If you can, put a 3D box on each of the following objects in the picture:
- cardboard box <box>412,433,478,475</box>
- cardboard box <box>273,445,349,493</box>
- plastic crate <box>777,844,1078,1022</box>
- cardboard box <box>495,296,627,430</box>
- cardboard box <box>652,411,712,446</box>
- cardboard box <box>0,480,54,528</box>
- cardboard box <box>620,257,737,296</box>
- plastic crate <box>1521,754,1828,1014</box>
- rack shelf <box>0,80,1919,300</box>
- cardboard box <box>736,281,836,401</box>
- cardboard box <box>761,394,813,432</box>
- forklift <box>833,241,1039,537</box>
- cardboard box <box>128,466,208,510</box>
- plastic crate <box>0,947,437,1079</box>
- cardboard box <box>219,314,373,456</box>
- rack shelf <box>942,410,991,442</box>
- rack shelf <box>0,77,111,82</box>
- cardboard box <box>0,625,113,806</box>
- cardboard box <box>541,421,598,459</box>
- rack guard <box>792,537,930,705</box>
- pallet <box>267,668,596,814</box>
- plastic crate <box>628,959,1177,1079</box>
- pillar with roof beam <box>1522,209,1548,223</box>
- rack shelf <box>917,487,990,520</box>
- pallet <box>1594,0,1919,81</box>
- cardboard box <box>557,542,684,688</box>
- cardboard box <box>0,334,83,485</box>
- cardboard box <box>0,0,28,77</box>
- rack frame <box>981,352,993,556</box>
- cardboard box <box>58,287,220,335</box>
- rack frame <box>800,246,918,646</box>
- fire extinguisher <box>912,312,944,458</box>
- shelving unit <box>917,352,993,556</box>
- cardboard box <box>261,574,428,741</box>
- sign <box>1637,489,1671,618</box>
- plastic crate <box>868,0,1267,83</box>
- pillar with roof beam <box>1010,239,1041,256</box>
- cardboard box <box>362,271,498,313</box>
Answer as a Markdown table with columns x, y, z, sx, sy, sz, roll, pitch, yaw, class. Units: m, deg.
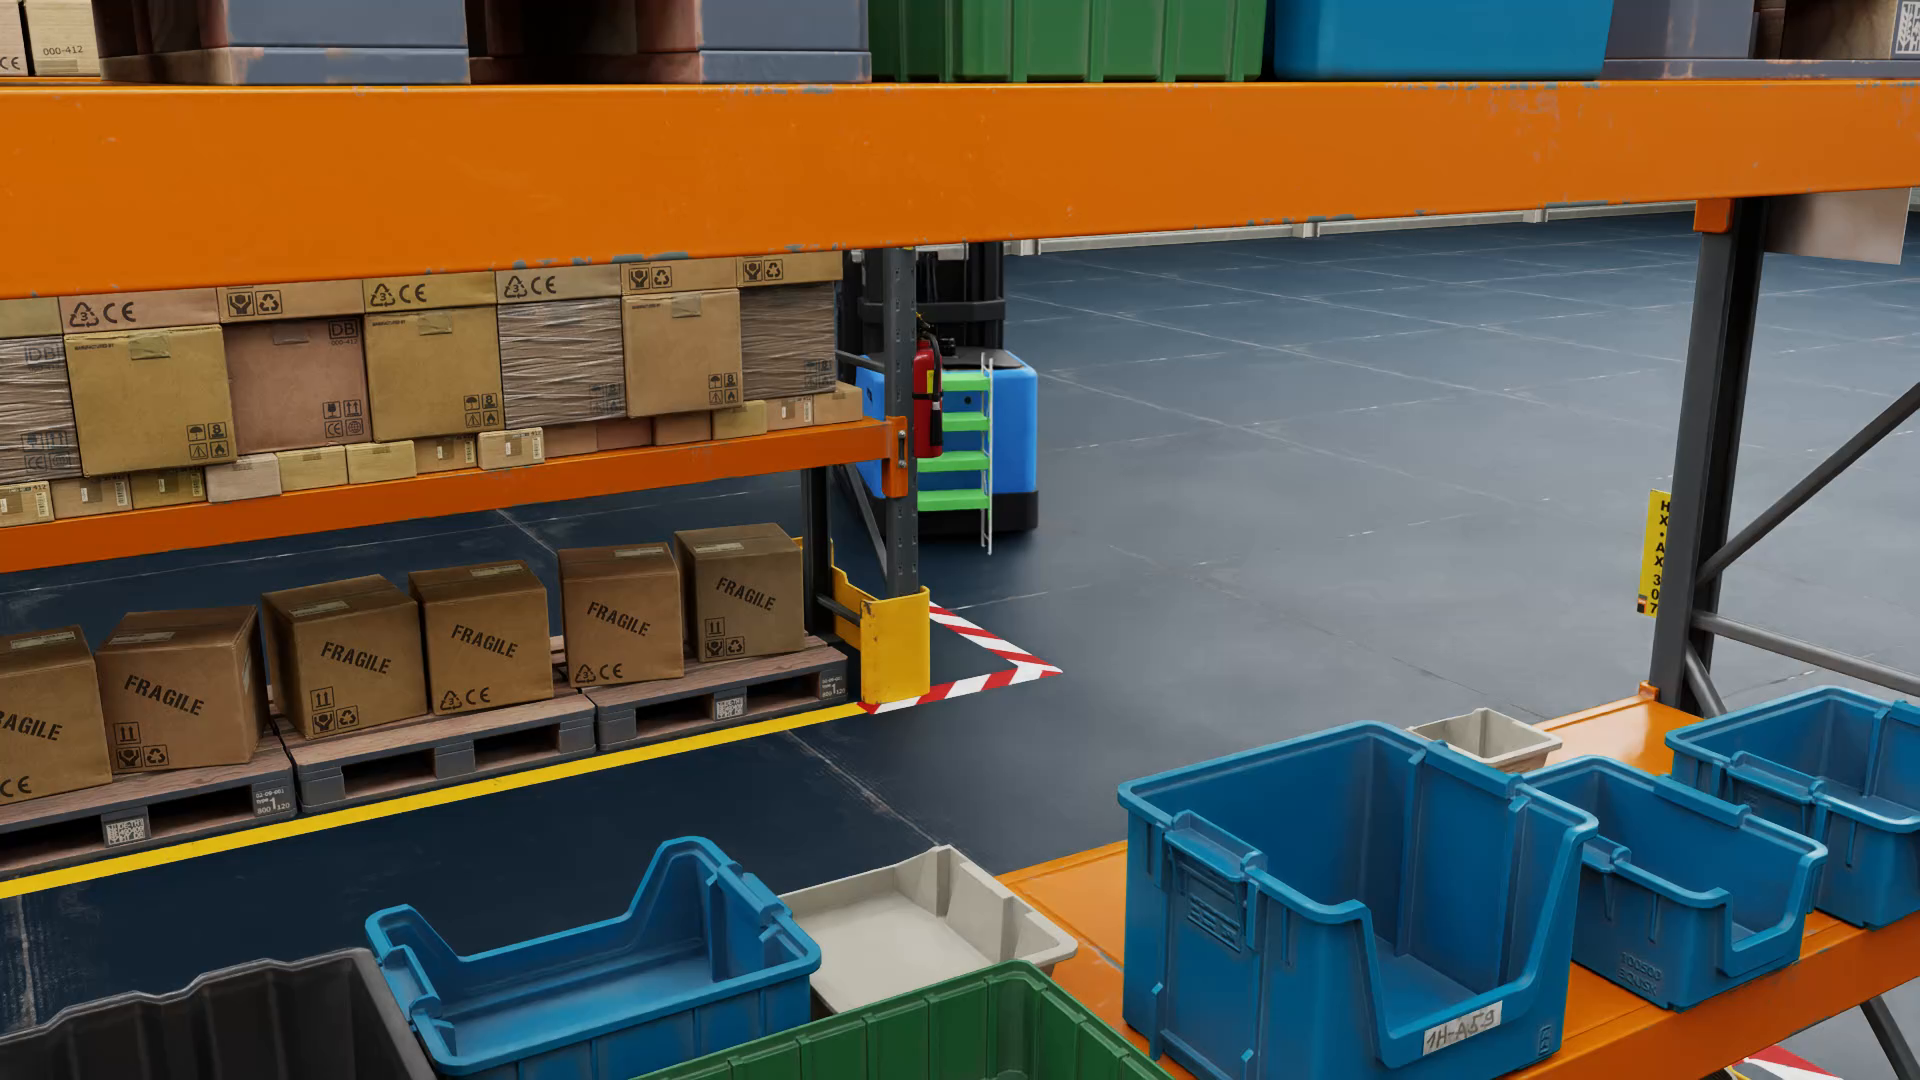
| x | y | z | sx | sy | sz | roll | pitch | yaw | class |
| --- | --- | --- | --- | --- | --- | --- | --- | --- | --- |
| -2.121 | -0.385 | 6.692 | 0.250 | 0.149 | 0.380 | -9 | 18 | -30 | cardboard box |
| -2.532 | -0.308 | 6.416 | 0.250 | 0.149 | 0.380 | -9 | 18 | -30 | cardboard box |
| -0.118 | 0.700 | 2.845 | 0.437 | 0.136 | 0.530 | -9 | 18 | -30 | plastic crate |
| -1.804 | -0.810 | 7.004 | 0.500 | 0.500 | 0.875 | -9 | 18 | -30 | cardboard box |
| -1.264 | -0.524 | 7.188 | 0.250 | 0.149 | 0.380 | -9 | 18 | -30 | cardboard box |
| -3.370 | -0.160 | 5.889 | 0.250 | 0.149 | 0.380 | -9 | 18 | -30 | cardboard box |
| -1.271 | -1.313 | 6.949 | 0.500 | 0.500 | 0.500 | -9 | 18 | -30 | cardboard box |
| 1.215 | 0.600 | 2.986 | 0.408 | 0.251 | 0.499 | -9 | 18 | -30 | plastic crate |
| 0.335 | -0.519 | 2.479 | 4.000 | 0.370 | 1.077 | -9 | 18 | -30 | rack shelf |
| -0.987 | -0.966 | 7.563 | 0.500 | 0.500 | 0.875 | -9 | 18 | -30 | cardboard box |
| -0.854 | -0.602 | 7.466 | 0.250 | 0.149 | 0.380 | -9 | 18 | -30 | cardboard box |
| -0.298 | -1.782 | 11.337 | 1.130 | 2.935 | 3.031 | -3 | 16 | -11 | forklift |
| -2.960 | -0.238 | 6.167 | 0.250 | 0.149 | 0.380 | -9 | 18 | -30 | cardboard box |
| -0.865 | 0.844 | 1.958 | 0.504 | 0.338 | 0.767 | -9 | 18 | -30 | plastic crate |
| -2.689 | -0.683 | 6.552 | 0.500 | 0.500 | 0.875 | -9 | 18 | -30 | cardboard box |
| -0.078 | -0.672 | 9.933 | 0.480 | 0.148 | 0.258 | -3 | 16 | -11 | rack shelf |
| -2.216 | -1.665 | 6.567 | 4.000 | 0.370 | 1.077 | -9 | 18 | -30 | rack shelf |
| -3.566 | 0.666 | 6.329 | 0.500 | 0.500 | 0.500 | -10 | 18 | -31 | cardboard box |
| -1.702 | -0.459 | 6.956 | 0.250 | 0.149 | 0.380 | -9 | 18 | -30 | cardboard box |
| -0.566 | 0.369 | 8.167 | 0.348 | 0.500 | 1.175 | -9 | 18 | -30 | rack guard |
| -2.326 | 0.781 | 7.231 | 1.213 | 0.211 | 1.003 | -9 | 18 | -30 | pallet |
| -0.070 | 0.836 | 2.264 | 0.662 | 0.188 | 0.450 | -9 | 18 | -30 | plastic crate |
| 13.564 | -9.626 | 28.078 | 0.400 | 9.000 | 9.100 | -9 | 18 | -30 | pillar with roof beam |
| -0.078 | -0.210 | 10.063 | 0.480 | 0.148 | 0.258 | -3 | 16 | -11 | rack shelf |
| 1.290 | -0.960 | 3.070 | 1.213 | 0.211 | 1.003 | -9 | 18 | -30 | pallet |
| -1.540 | 0.330 | 7.527 | 0.500 | 0.500 | 0.500 | -4 | 16 | -15 | cardboard box |
| -3.512 | -0.529 | 6.002 | 0.500 | 0.500 | 0.875 | -9 | 18 | -30 | cardboard box |
| -3.412 | -1.664 | 5.510 | 0.500 | 0.250 | 0.500 | -10 | 19 | -32 | cardboard box |
| 0.162 | -0.516 | 10.026 | 0.015 | 1.200 | 0.240 | -3 | 16 | -11 | rack frame |
| -2.985 | -1.035 | 5.957 | 0.500 | 0.500 | 0.500 | -9 | 18 | -30 | cardboard box |
| -0.501 | -0.845 | 7.867 | 0.127 | 3.000 | 1.000 | -9 | 18 | -30 | rack frame |
| -0.166 | -0.717 | 7.554 | 0.183 | 0.674 | 0.296 | -9 | 18 | -30 | fire extinguisher |
| -0.078 | -0.503 | 9.981 | 0.503 | 1.200 | 0.258 | -3 | 16 | -11 | shelving unit |
| -2.588 | 0.480 | 6.992 | 0.500 | 0.500 | 0.500 | -11 | 19 | -35 | cardboard box |
| 1.770 | 0.040 | 4.198 | 0.005 | 0.325 | 0.100 | -9 | 18 | -30 | sign |
| 0.114 | -0.642 | 1.977 | 0.450 | 0.188 | 0.336 | -9 | 18 | -30 | plastic crate |
| 3.278 | -7.958 | 22.128 | 0.400 | 9.000 | 9.100 | -9 | 18 | -30 | pillar with roof beam |
| -2.134 | -1.177 | 6.462 | 0.500 | 0.500 | 0.500 | -9 | 18 | -30 | cardboard box |
